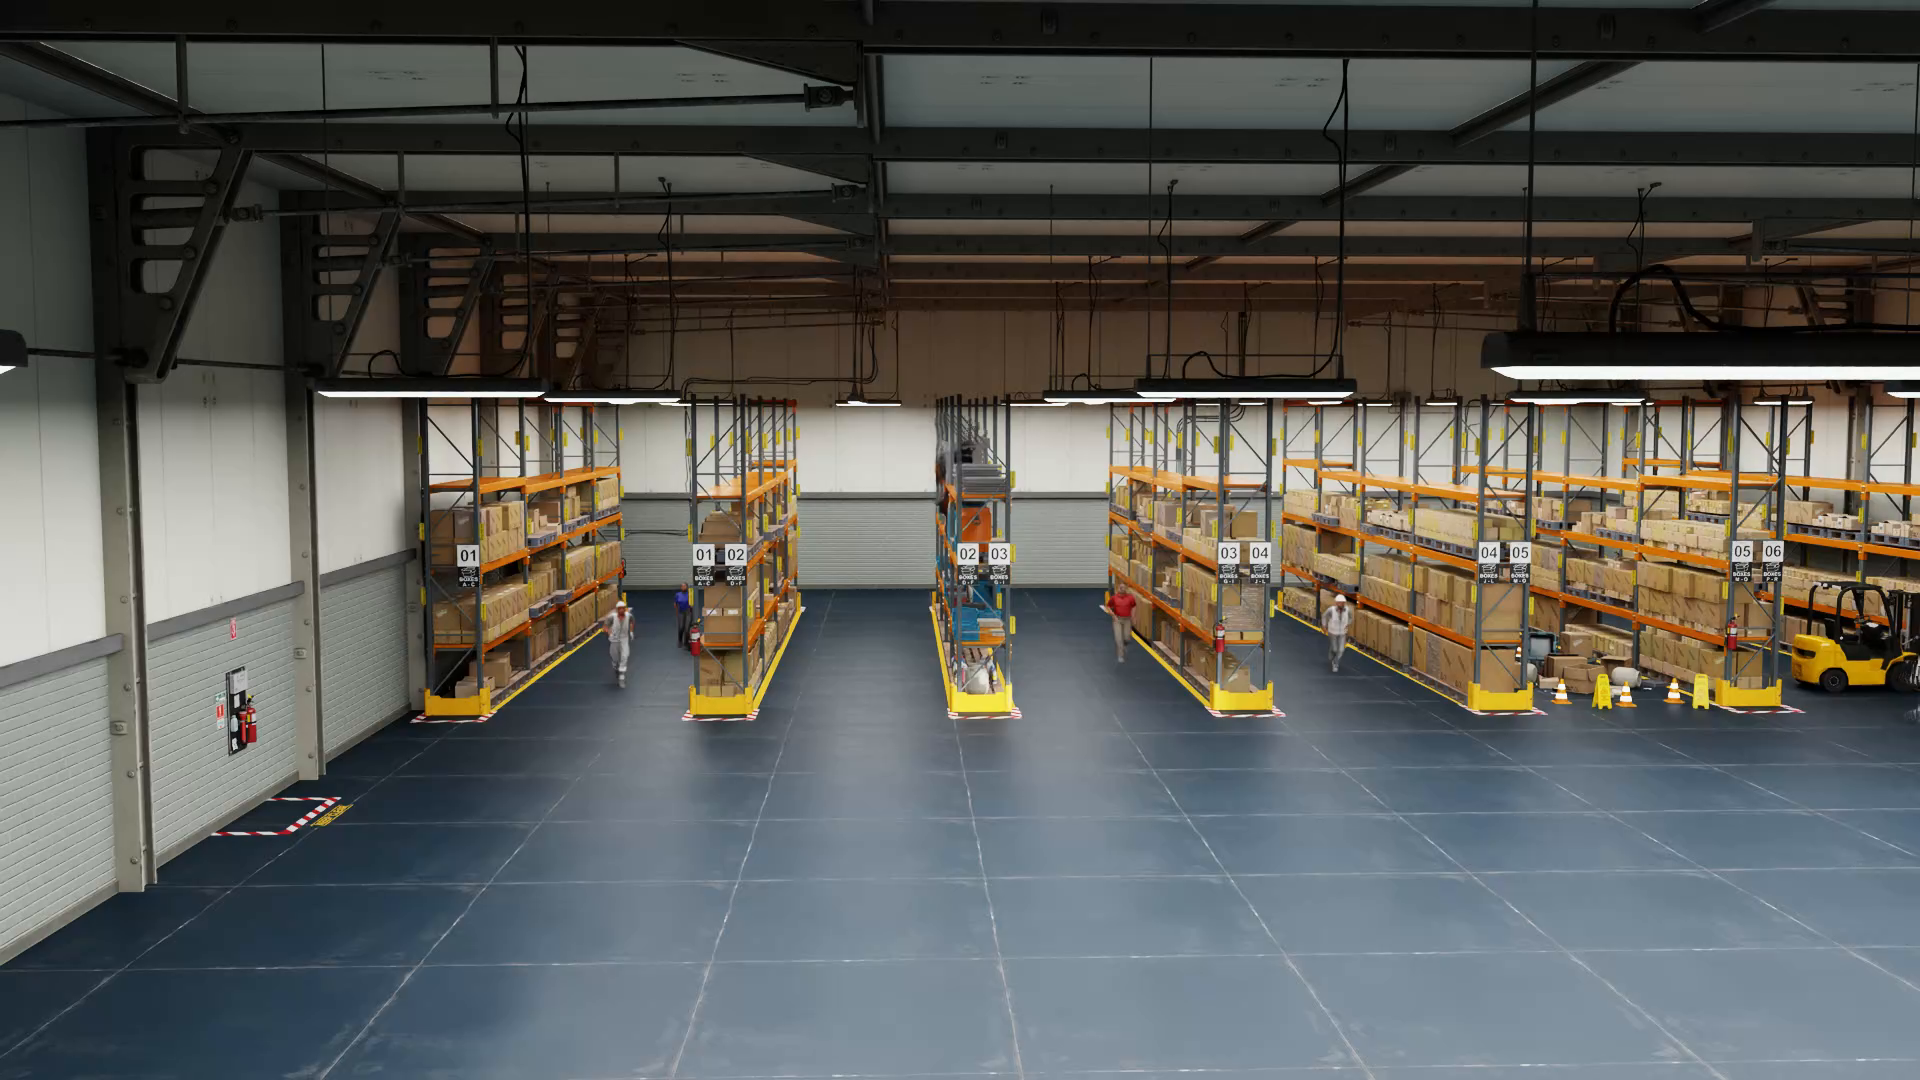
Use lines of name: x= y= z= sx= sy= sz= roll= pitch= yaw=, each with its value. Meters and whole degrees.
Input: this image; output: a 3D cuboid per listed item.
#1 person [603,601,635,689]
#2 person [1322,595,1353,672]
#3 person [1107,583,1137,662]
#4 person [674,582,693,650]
person: x=-7.076 y=2.129 z=34.524 sx=0.659 sy=1.772 sz=1.137 roll=-1 pitch=5 yaw=-16
person: x=8.254 y=2.031 z=36.367 sx=0.650 sy=1.705 sz=0.740 roll=0 pitch=5 yaw=-4
person: x=3.498 y=1.774 z=35.904 sx=0.665 sy=1.699 sz=0.577 roll=0 pitch=5 yaw=3
person: x=-6.522 y=1.806 z=39.467 sx=0.561 sy=1.621 sz=0.573 roll=0 pitch=5 yaw=-6
